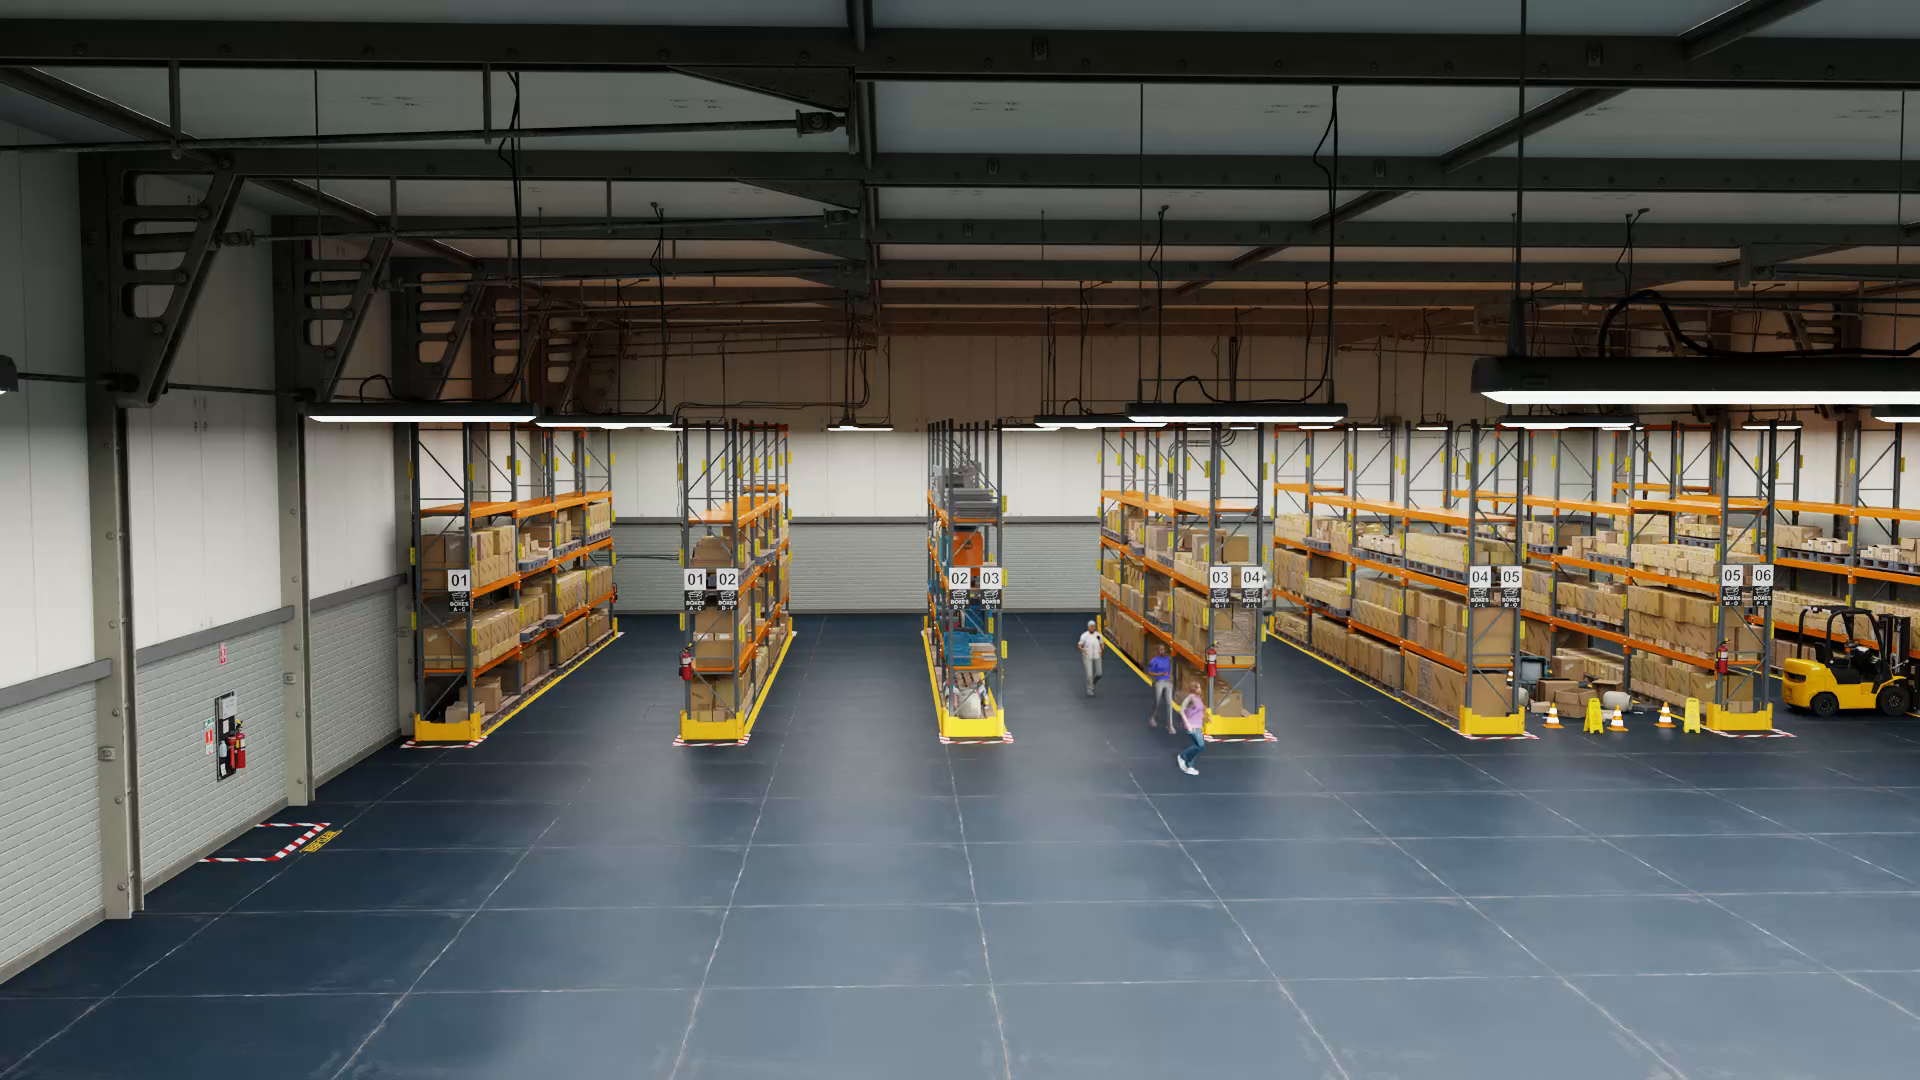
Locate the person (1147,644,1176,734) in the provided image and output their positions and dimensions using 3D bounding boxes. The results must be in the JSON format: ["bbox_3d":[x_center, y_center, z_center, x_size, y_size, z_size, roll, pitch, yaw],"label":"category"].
[{"bbox_3d":[3.862,2.832,31.951,0.574,1.680,0.883,-1,4,-20],"label":"person"}]

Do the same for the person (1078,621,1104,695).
[{"bbox_3d":[2.891,2.582,36.408,0.602,1.618,0.568,-1,4,-8],"label":"person"}]

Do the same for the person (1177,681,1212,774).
[{"bbox_3d":[3.943,3.161,27.961,0.532,1.554,0.549,2,4,29],"label":"person"}]

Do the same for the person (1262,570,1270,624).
[{"bbox_3d":[8.792,1.756,48.566,0.529,1.748,0.719,-1,4,-22],"label":"person"}]
